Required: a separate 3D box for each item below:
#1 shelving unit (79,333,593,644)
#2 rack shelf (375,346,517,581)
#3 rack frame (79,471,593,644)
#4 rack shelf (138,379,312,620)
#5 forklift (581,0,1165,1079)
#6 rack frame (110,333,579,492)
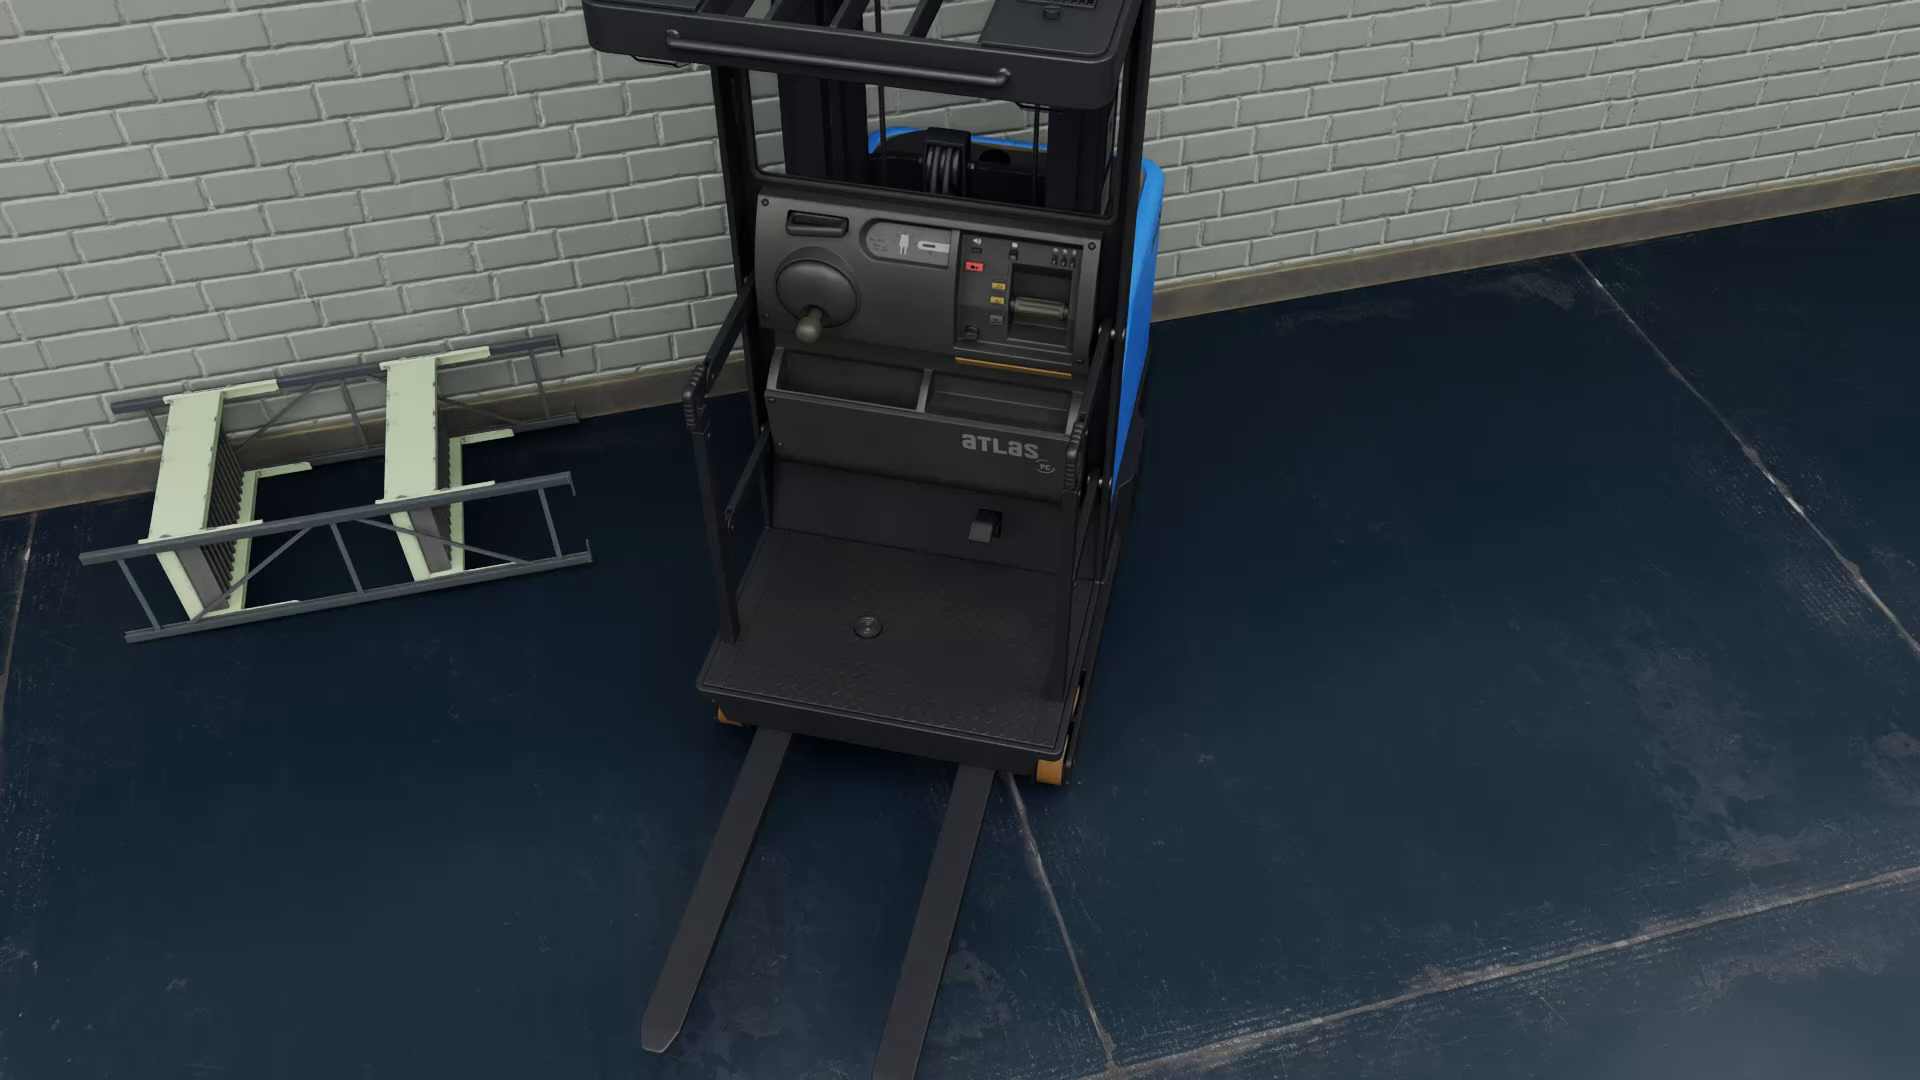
[{"bbox_3d":[-2.054,-0.195,5.614,1.500,0.431,0.755,-10,46,-8],"label":"shelving unit"},{"bbox_3d":[-1.736,-0.252,5.659,0.370,0.431,0.720,-10,46,-8],"label":"rack shelf"},{"bbox_3d":[-1.973,0.058,5.362,1.500,0.400,0.023,-10,46,-8],"label":"rack frame"},{"bbox_3d":[-2.435,-0.127,5.560,0.370,0.431,0.720,-10,46,-8],"label":"rack shelf"},{"bbox_3d":[-0.140,-0.590,4.276,1.130,2.935,3.031,9,46,9],"label":"forklift"},{"bbox_3d":[-2.135,-0.447,5.867,1.500,0.400,0.023,-10,46,-8],"label":"rack frame"}]
